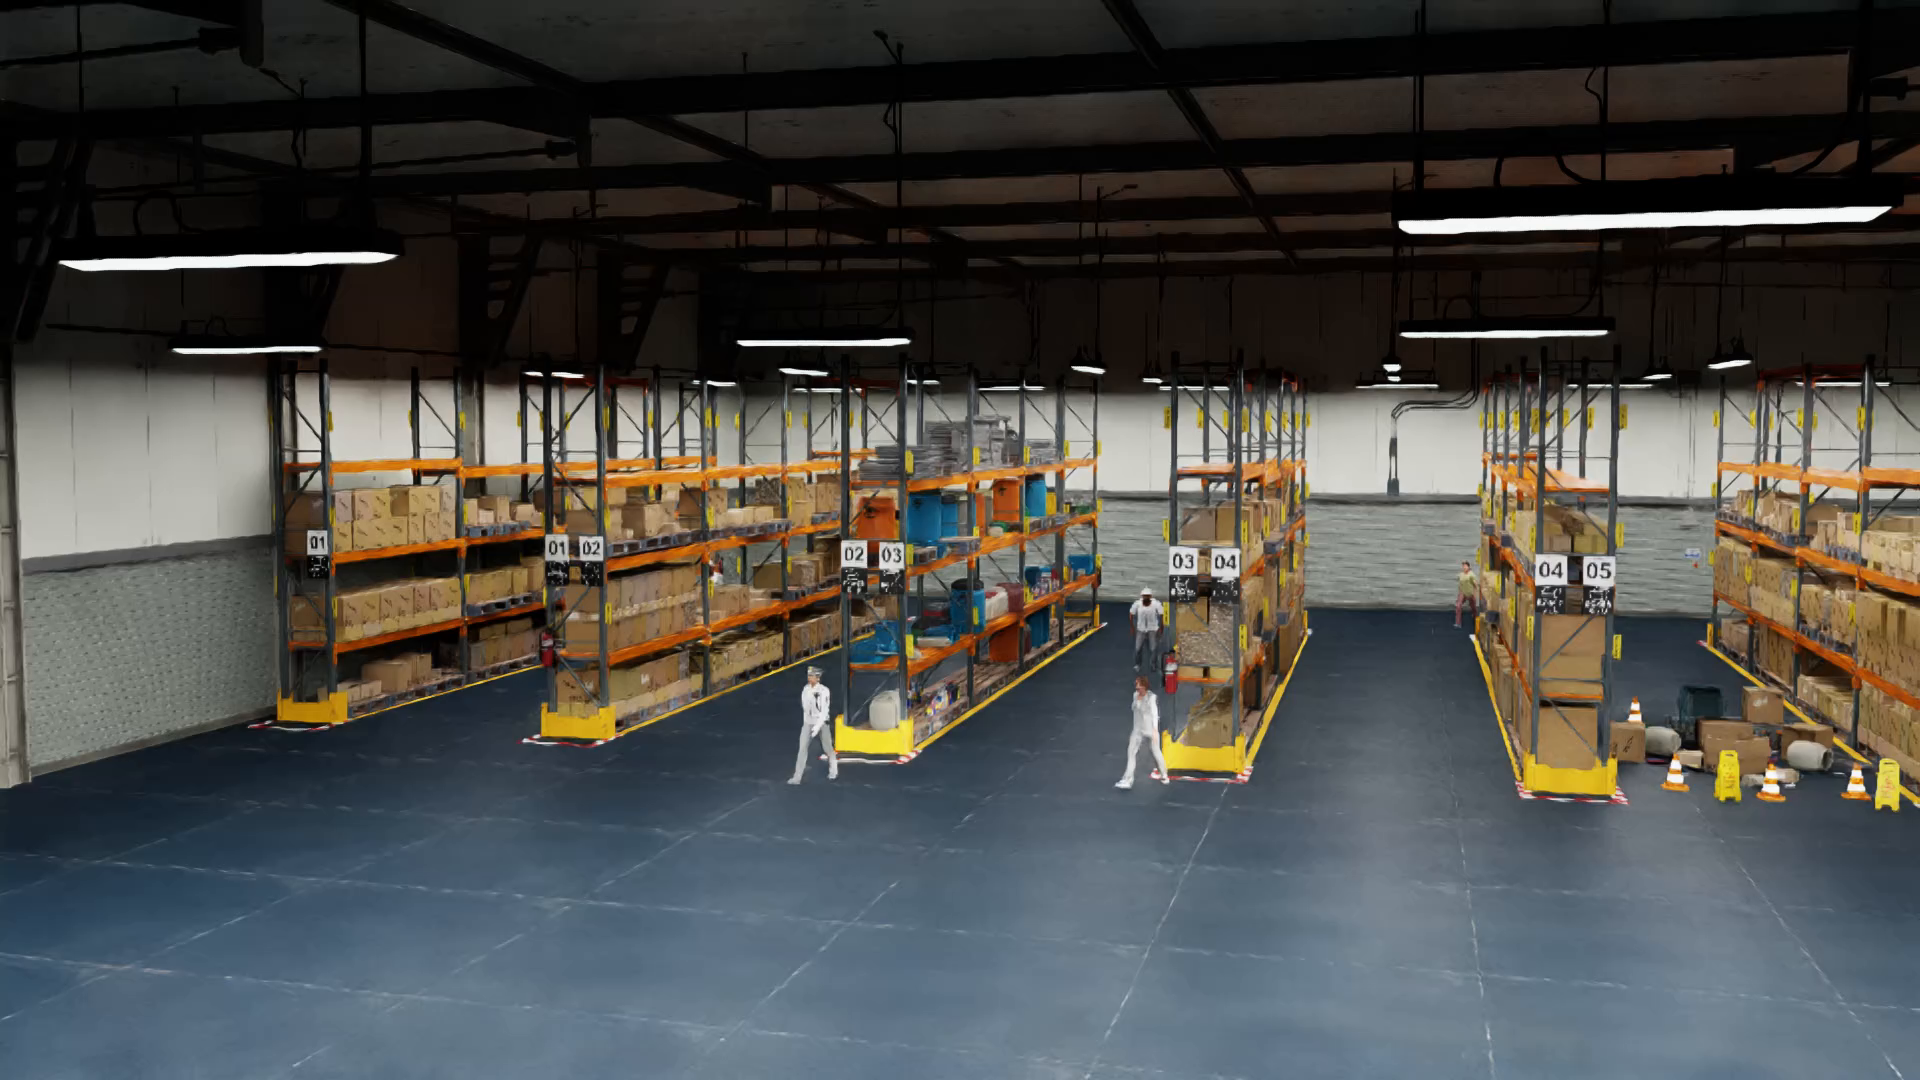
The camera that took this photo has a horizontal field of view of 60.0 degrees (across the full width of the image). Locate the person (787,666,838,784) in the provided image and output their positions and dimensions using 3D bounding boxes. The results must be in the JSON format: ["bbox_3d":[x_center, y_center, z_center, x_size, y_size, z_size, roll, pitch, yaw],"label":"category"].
[{"bbox_3d":[-1.975,2.521,22.965,0.484,1.620,0.863,2,5,24],"label":"person"}]

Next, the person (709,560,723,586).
[{"bbox_3d":[-5.804,1.334,38.991,0.577,1.733,1.042,1,4,14],"label":"person"}]

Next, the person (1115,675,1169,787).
[{"bbox_3d":[2.525,2.596,22.717,0.458,1.543,0.885,3,5,39],"label":"person"}]

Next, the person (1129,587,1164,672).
[{"bbox_3d":[3.712,1.777,33.062,0.719,1.713,0.578,1,4,14],"label":"person"}]

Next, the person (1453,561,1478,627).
[{"bbox_3d":[12.298,1.303,40.254,0.492,1.609,0.953,3,5,35],"label":"person"}]
